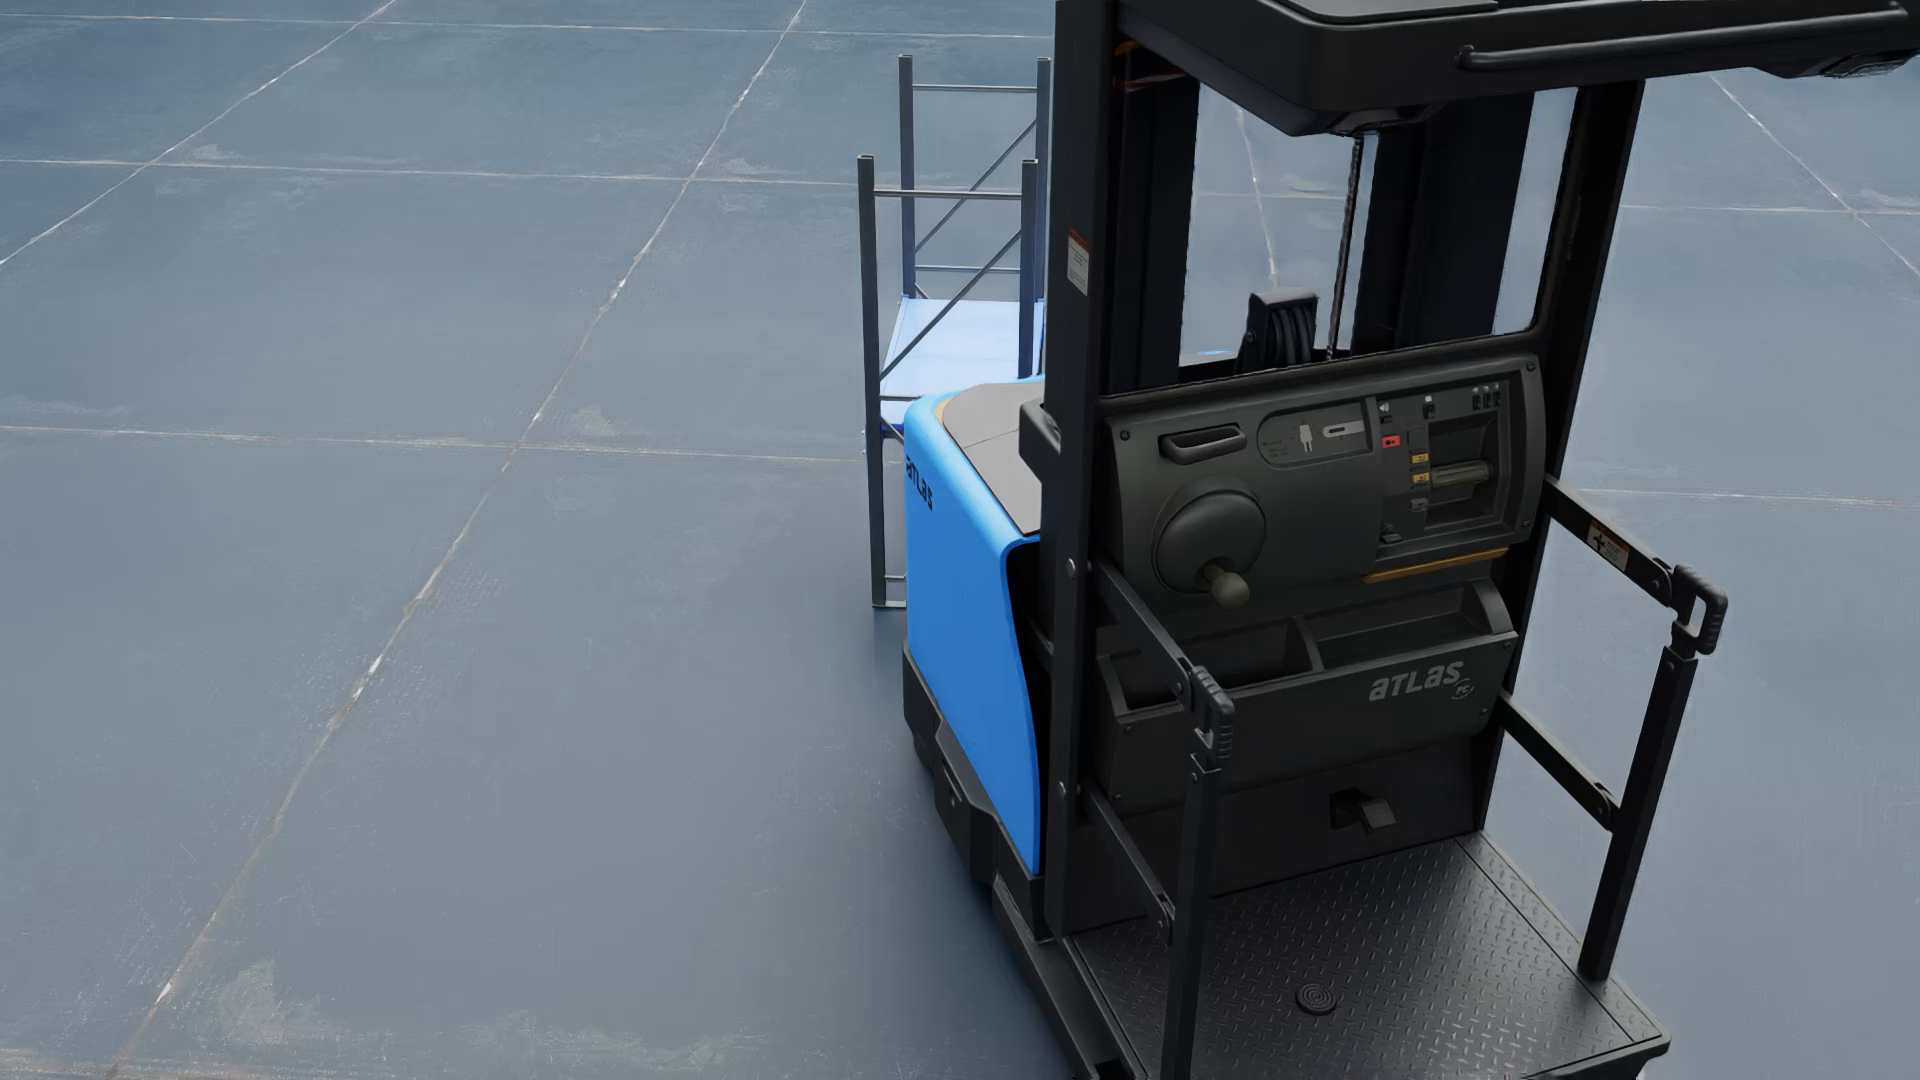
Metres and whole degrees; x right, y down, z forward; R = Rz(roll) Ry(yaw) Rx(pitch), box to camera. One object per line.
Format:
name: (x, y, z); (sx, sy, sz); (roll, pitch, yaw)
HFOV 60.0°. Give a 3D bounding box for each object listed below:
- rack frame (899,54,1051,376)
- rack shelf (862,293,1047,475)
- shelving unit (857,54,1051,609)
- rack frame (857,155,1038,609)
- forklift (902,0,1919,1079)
rack frame: (0.048, -0.949, 5.860); (0.500, 1.500, 0.032); (2, 32, 4)
rack shelf: (0.007, -0.530, 5.523); (0.538, 0.185, 1.000); (2, 32, 4)
shelving unit: (0.007, -0.683, 5.429); (0.538, 1.500, 1.048); (2, 32, 4)
rack frame: (-0.034, -0.417, 4.998); (0.500, 1.500, 0.032); (2, 32, 4)
forklift: (0.800, -0.062, 3.057); (1.130, 2.935, 3.031); (-10, 33, -16)
